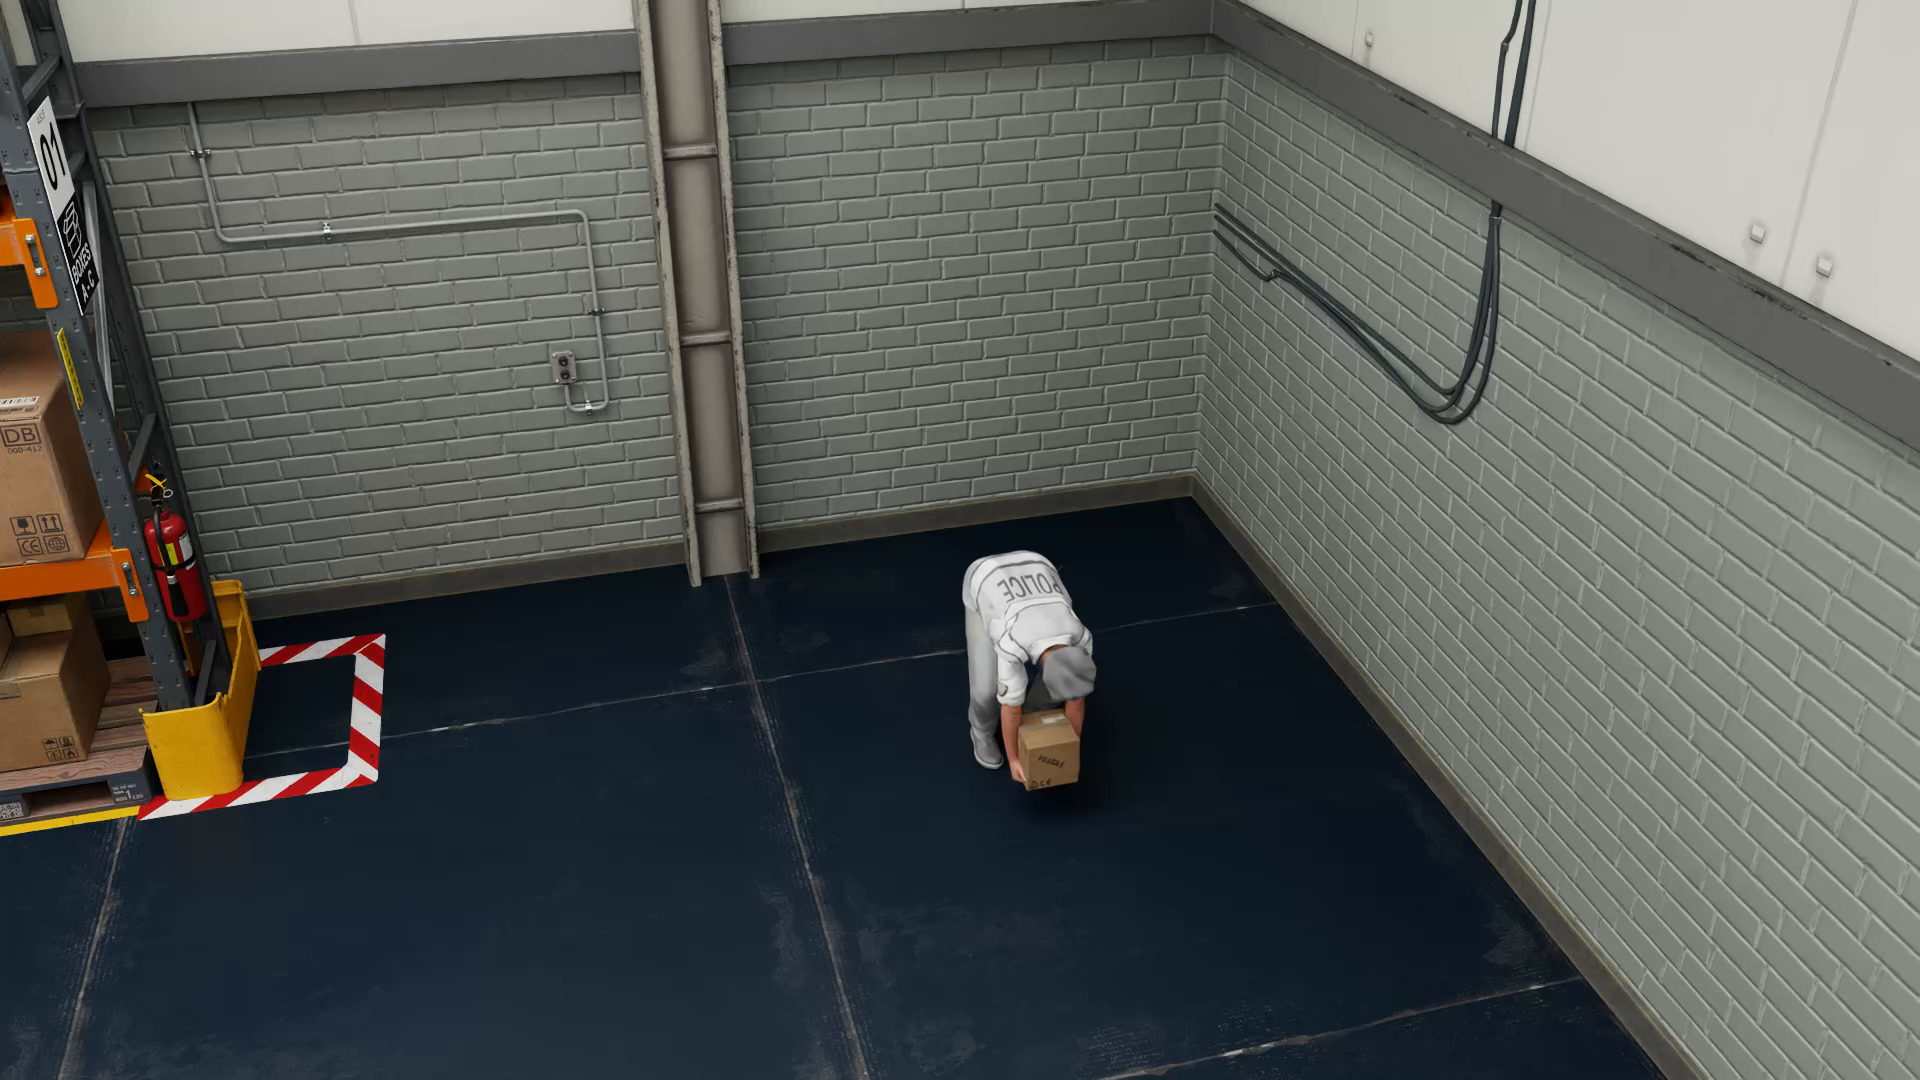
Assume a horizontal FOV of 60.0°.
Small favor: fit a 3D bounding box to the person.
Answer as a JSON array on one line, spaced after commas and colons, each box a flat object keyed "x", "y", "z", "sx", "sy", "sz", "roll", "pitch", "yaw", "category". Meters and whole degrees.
[{"x": 0.332, "y": 0.662, "z": 7.775, "sx": 0.517, "sy": 1.069, "sz": 1.042, "roll": -9, "pitch": 31, "yaw": -15, "category": "person"}]
